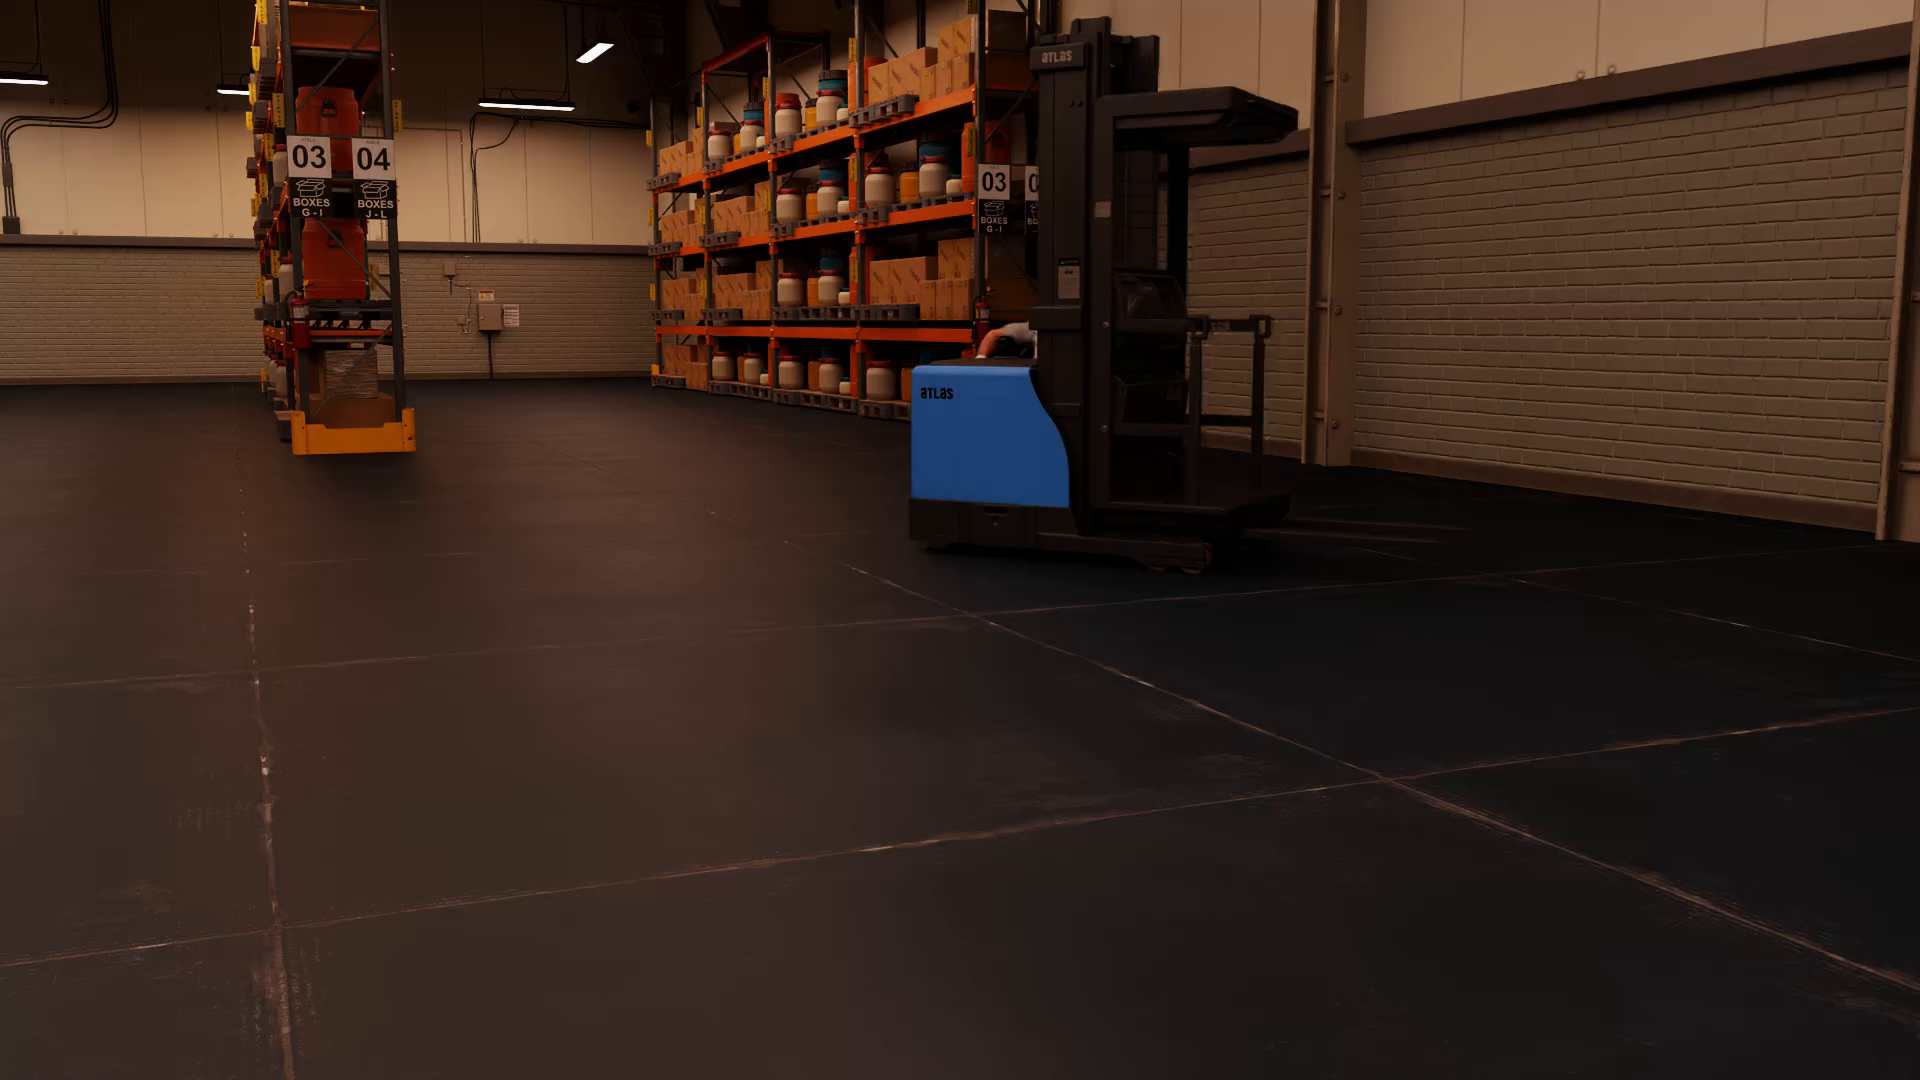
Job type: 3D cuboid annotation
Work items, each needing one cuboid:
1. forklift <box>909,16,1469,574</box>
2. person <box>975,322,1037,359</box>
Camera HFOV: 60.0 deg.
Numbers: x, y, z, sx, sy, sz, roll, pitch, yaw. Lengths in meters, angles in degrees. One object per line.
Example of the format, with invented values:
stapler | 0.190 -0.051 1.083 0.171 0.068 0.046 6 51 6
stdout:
forklift | 1.240 -1.351 9.186 3.031 2.935 1.130 4 9 29
person | 0.584 -0.828 10.408 1.153 1.590 0.844 2 8 16
